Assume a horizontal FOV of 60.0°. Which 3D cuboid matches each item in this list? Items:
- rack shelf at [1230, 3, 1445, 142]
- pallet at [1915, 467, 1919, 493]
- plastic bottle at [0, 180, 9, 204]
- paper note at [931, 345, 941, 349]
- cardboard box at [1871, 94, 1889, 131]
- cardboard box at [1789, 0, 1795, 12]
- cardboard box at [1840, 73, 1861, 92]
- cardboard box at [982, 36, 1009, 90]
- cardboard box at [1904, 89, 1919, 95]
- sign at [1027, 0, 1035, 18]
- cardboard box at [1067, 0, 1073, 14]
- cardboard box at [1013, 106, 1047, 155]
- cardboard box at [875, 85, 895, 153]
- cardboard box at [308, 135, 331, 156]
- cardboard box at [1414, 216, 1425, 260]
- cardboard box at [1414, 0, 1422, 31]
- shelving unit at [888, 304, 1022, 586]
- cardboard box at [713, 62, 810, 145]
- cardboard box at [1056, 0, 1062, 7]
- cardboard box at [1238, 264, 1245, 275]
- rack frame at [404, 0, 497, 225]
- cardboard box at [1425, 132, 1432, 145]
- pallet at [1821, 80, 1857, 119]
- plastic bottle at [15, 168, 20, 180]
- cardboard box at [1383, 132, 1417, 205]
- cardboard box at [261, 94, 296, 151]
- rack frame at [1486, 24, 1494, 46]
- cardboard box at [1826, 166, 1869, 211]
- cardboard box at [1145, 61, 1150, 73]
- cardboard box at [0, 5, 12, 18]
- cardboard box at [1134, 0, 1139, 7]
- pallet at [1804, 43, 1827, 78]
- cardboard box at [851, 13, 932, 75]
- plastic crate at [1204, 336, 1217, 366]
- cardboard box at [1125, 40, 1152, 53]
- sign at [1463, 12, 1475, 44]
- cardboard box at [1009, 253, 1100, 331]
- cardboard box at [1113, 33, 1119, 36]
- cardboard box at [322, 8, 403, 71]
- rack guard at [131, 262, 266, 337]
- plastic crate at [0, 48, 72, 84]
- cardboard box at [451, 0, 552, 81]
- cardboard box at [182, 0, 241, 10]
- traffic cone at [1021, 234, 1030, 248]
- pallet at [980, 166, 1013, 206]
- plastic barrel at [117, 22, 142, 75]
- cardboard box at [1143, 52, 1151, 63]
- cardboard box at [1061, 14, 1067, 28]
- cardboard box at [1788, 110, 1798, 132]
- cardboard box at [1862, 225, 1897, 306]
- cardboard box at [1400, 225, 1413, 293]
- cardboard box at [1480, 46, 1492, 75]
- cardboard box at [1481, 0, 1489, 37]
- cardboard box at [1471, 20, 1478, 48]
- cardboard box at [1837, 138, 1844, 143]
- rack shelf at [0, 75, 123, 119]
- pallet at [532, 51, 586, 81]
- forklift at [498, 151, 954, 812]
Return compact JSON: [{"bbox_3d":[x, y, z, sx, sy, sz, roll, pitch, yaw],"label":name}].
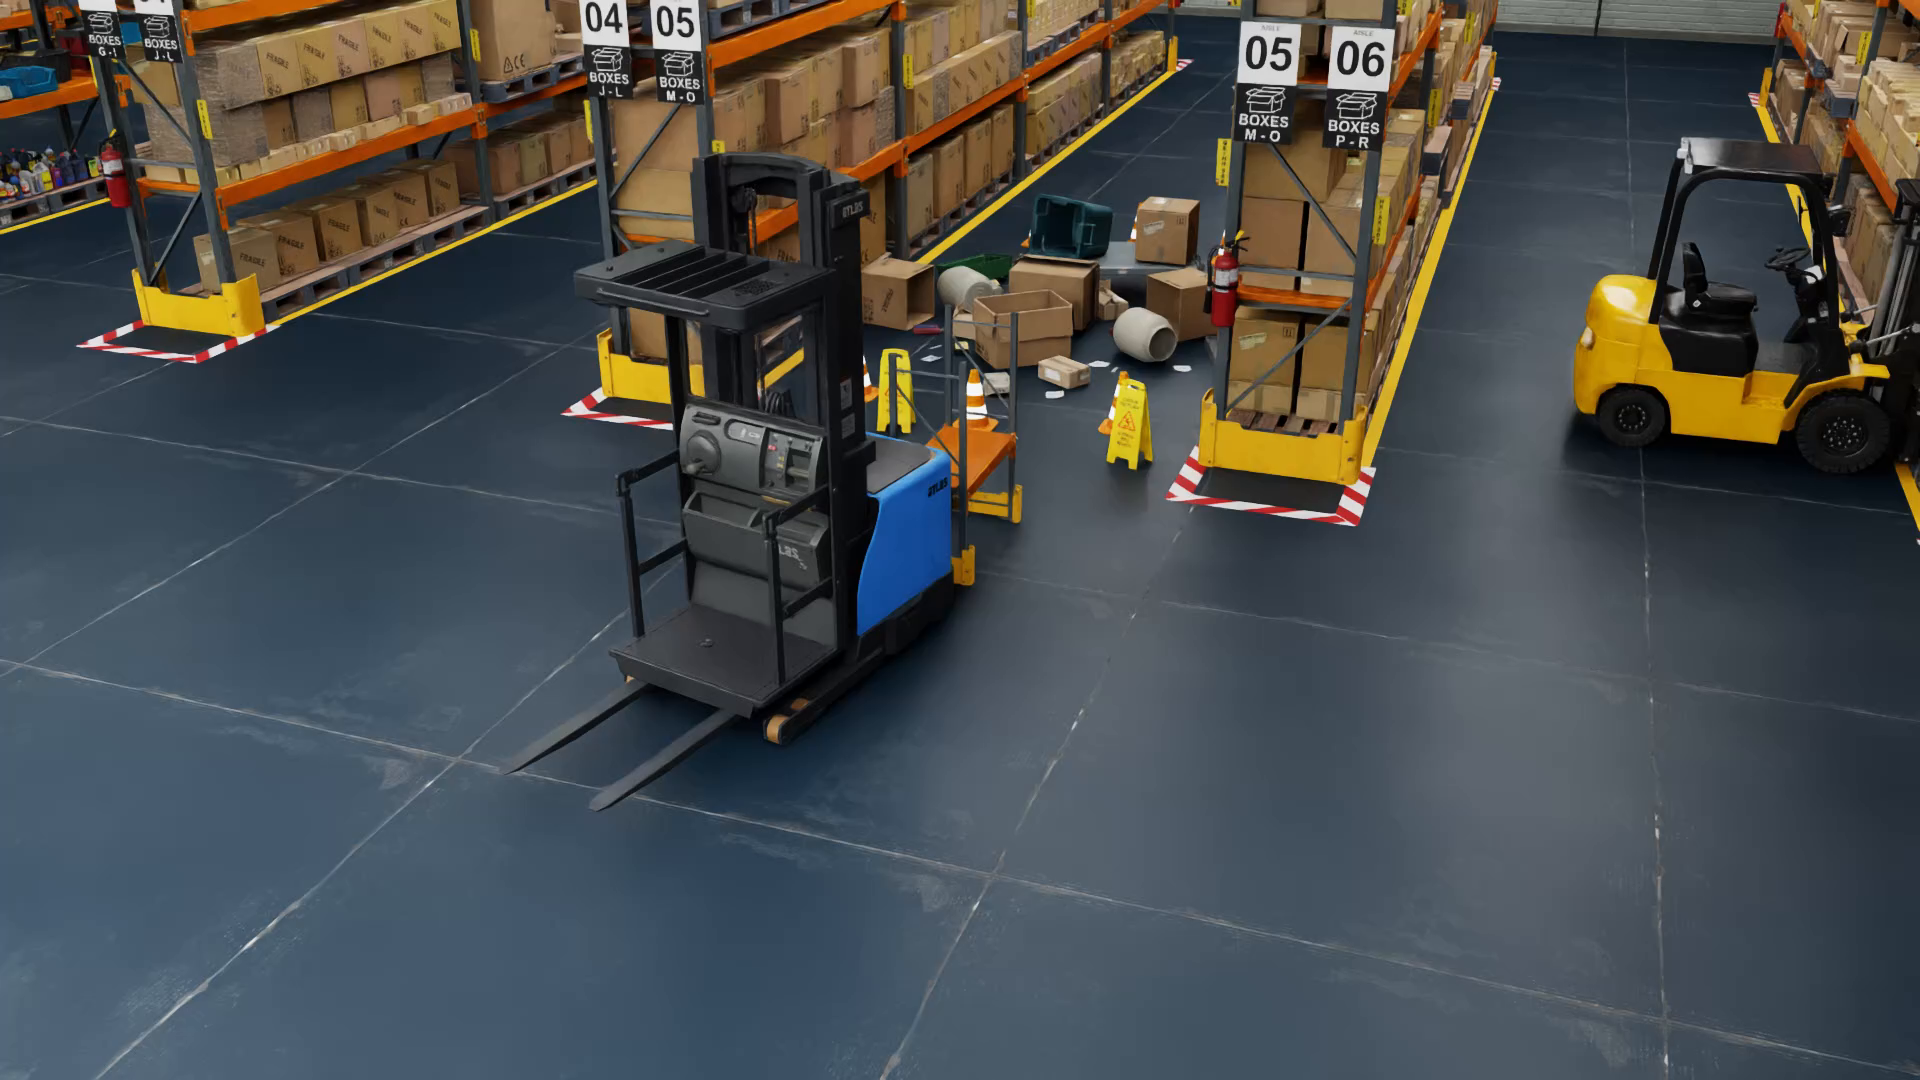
[{"bbox_3d":[3.011,-3.712,12.858,1.077,0.370,4.000,9,27,17],"label":"rack shelf"},{"bbox_3d":[7.243,-0.211,11.443,1.003,0.211,1.213,9,27,17],"label":"pallet"},{"bbox_3d":[-10.626,-3.871,18.429,0.097,0.271,0.097,0,26,0],"label":"plastic bottle"},{"bbox_3d":[-0.216,-1.716,14.783,0.123,0.001,0.032,-20,33,-36],"label":"paper note"},{"bbox_3d":[8.953,-4.026,15.721,0.500,0.250,0.500,8,27,16],"label":"cardboard box"},{"bbox_3d":[11.779,-7.433,22.990,0.500,0.250,0.500,9,27,18],"label":"cardboard box"},{"bbox_3d":[9.547,-4.835,17.600,0.380,0.149,0.250,9,27,18],"label":"cardboard box"},{"bbox_3d":[0.242,-5.444,18.937,0.500,0.500,0.500,9,27,17],"label":"cardboard box"},{"bbox_3d":[8.891,-4.029,15.270,0.380,0.149,0.250,9,27,17],"label":"cardboard box"},{"bbox_3d":[0.831,-6.270,19.429,0.100,0.325,0.005,9,27,17],"label":"sign"},{"bbox_3d":[1.256,-6.947,21.621,0.380,0.149,0.250,9,27,18],"label":"cardboard box"},{"bbox_3d":[0.782,-5.146,20.822,0.500,0.500,0.500,8,27,15],"label":"cardboard box"},{"bbox_3d":[-1.136,-4.098,16.100,0.875,0.550,0.550,9,27,17],"label":"cardboard box"},{"bbox_3d":[-6.270,-3.785,15.914,0.380,0.149,0.250,9,27,17],"label":"cardboard box"},{"bbox_3d":[4.085,-3.026,16.591,0.950,0.372,0.625,11,28,21],"label":"cardboard box"},{"bbox_3d":[3.090,-3.870,12.189,0.500,0.250,0.500,10,27,19],"label":"cardboard box"},{"bbox_3d":[-0.025,-0.644,10.858,0.587,1.500,1.083,9,27,17],"label":"shelving unit"},{"bbox_3d":[-1.785,-3.691,14.019,0.875,0.550,0.550,9,27,17],"label":"cardboard box"},{"bbox_3d":[1.079,-6.874,21.128,0.380,0.149,0.250,10,27,19],"label":"cardboard box"},{"bbox_3d":[2.248,-2.056,12.342,0.380,0.149,0.250,8,27,17],"label":"cardboard box"},{"bbox_3d":[-5.669,-4.945,18.021,1.000,3.000,0.127,9,27,17],"label":"rack frame"},{"bbox_3d":[4.159,-3.765,15.390,0.380,0.149,0.250,9,27,18],"label":"cardboard box"},{"bbox_3d":[9.849,-4.636,17.602,1.213,0.211,1.003,9,27,17],"label":"pallet"},{"bbox_3d":[-10.611,-4.070,18.825,0.061,0.283,0.133,9,27,17],"label":"plastic bottle"},{"bbox_3d":[3.430,-3.042,13.634,0.500,0.500,0.500,10,27,19],"label":"cardboard box"},{"bbox_3d":[-6.737,-3.925,15.458,0.875,0.500,0.500,9,27,17],"label":"cardboard box"},{"bbox_3d":[7.670,-8.439,25.238,1.000,3.000,0.127,9,27,17],"label":"rack frame"},{"bbox_3d":[9.628,-3.702,17.841,0.500,0.500,0.500,10,27,19],"label":"cardboard box"},{"bbox_3d":[2.735,-7.341,25.759,0.380,0.149,0.250,8,27,15],"label":"cardboard box"},{"bbox_3d":[-13.717,-7.504,23.595,0.380,0.149,0.250,9,27,17],"label":"cardboard box"},{"bbox_3d":[2.433,-7.976,24.569,0.380,0.149,0.250,10,28,20],"label":"cardboard box"},{"bbox_3d":[10.652,-5.678,19.756,1.003,0.211,1.213,9,27,17],"label":"pallet"},{"bbox_3d":[-0.696,-5.096,17.070,0.700,0.500,0.500,8,27,17],"label":"cardboard box"},{"bbox_3d":[2.381,-1.667,14.602,0.402,0.080,0.583,0,26,-1],"label":"plastic crate"},{"bbox_3d":[2.744,-7.599,25.610,0.380,0.149,0.250,10,28,19],"label":"cardboard box"},{"bbox_3d":[5.523,-5.562,18.058,0.100,0.325,0.005,9,27,17],"label":"sign"},{"bbox_3d":[0.846,-2.276,15.217,0.797,0.637,0.503,9,27,17],"label":"cardboard box"},{"bbox_3d":[2.291,-7.907,26.246,0.380,0.149,0.250,9,27,17],"label":"cardboard box"},{"bbox_3d":[-5.891,-4.938,16.403,0.500,0.500,0.500,9,27,17],"label":"cardboard box"},{"bbox_3d":[-6.974,-2.207,15.235,1.175,0.500,0.348,9,27,17],"label":"rack guard"},{"bbox_3d":[-10.633,-5.439,19.112,0.767,0.338,0.504,9,27,17],"label":"plastic crate"},{"bbox_3d":[-5.272,-5.710,18.431,1.000,1.000,1.000,9,27,18],"label":"cardboard box"},{"bbox_3d":[-6.596,-4.744,14.336,0.500,0.250,0.500,10,27,19],"label":"cardboard box"},{"bbox_3d":[0.845,-3.374,17.688,0.336,0.463,0.334,9,27,17],"label":"traffic cone"},{"bbox_3d":[-0.027,-4.260,19.806,1.003,0.211,1.213,9,27,17],"label":"pallet"},{"bbox_3d":[-9.925,-6.004,19.632,0.600,0.901,0.708,9,27,17],"label":"plastic barrel"},{"bbox_3d":[2.730,-7.468,25.681,0.380,0.149,0.250,9,27,18],"label":"cardboard box"},{"bbox_3d":[1.173,-6.710,21.474,0.380,0.149,0.250,8,27,16],"label":"cardboard box"},{"bbox_3d":[11.048,-5.454,21.727,0.396,0.266,0.258,10,27,19],"label":"cardboard box"},{"bbox_3d":[8.787,-2.444,15.098,0.875,0.625,0.625,8,27,17],"label":"cardboard box"},{"bbox_3d":[3.733,-2.515,14.814,0.500,0.500,0.500,8,27,17],"label":"cardboard box"},{"bbox_3d":[7.545,-7.189,25.115,0.875,0.438,0.875,8,27,16],"label":"cardboard box"},{"bbox_3d":[6.742,-6.995,22.141,0.500,0.500,0.500,10,27,19],"label":"cardboard box"},{"bbox_3d":[5.941,-6.103,20.012,0.500,0.250,0.500,9,27,18],"label":"cardboard box"},{"bbox_3d":[9.937,-4.349,18.433,0.380,0.149,0.250,10,27,19],"label":"cardboard box"},{"bbox_3d":[-11.005,-4.517,17.964,1.077,0.370,4.000,9,27,17],"label":"rack shelf"},{"bbox_3d":[-4.958,-5.683,19.765,1.003,0.211,1.213,9,27,17],"label":"pallet"},{"bbox_3d":[-1.241,-0.446,8.807,1.130,2.935,3.031,15,30,28],"label":"forklift"}]
